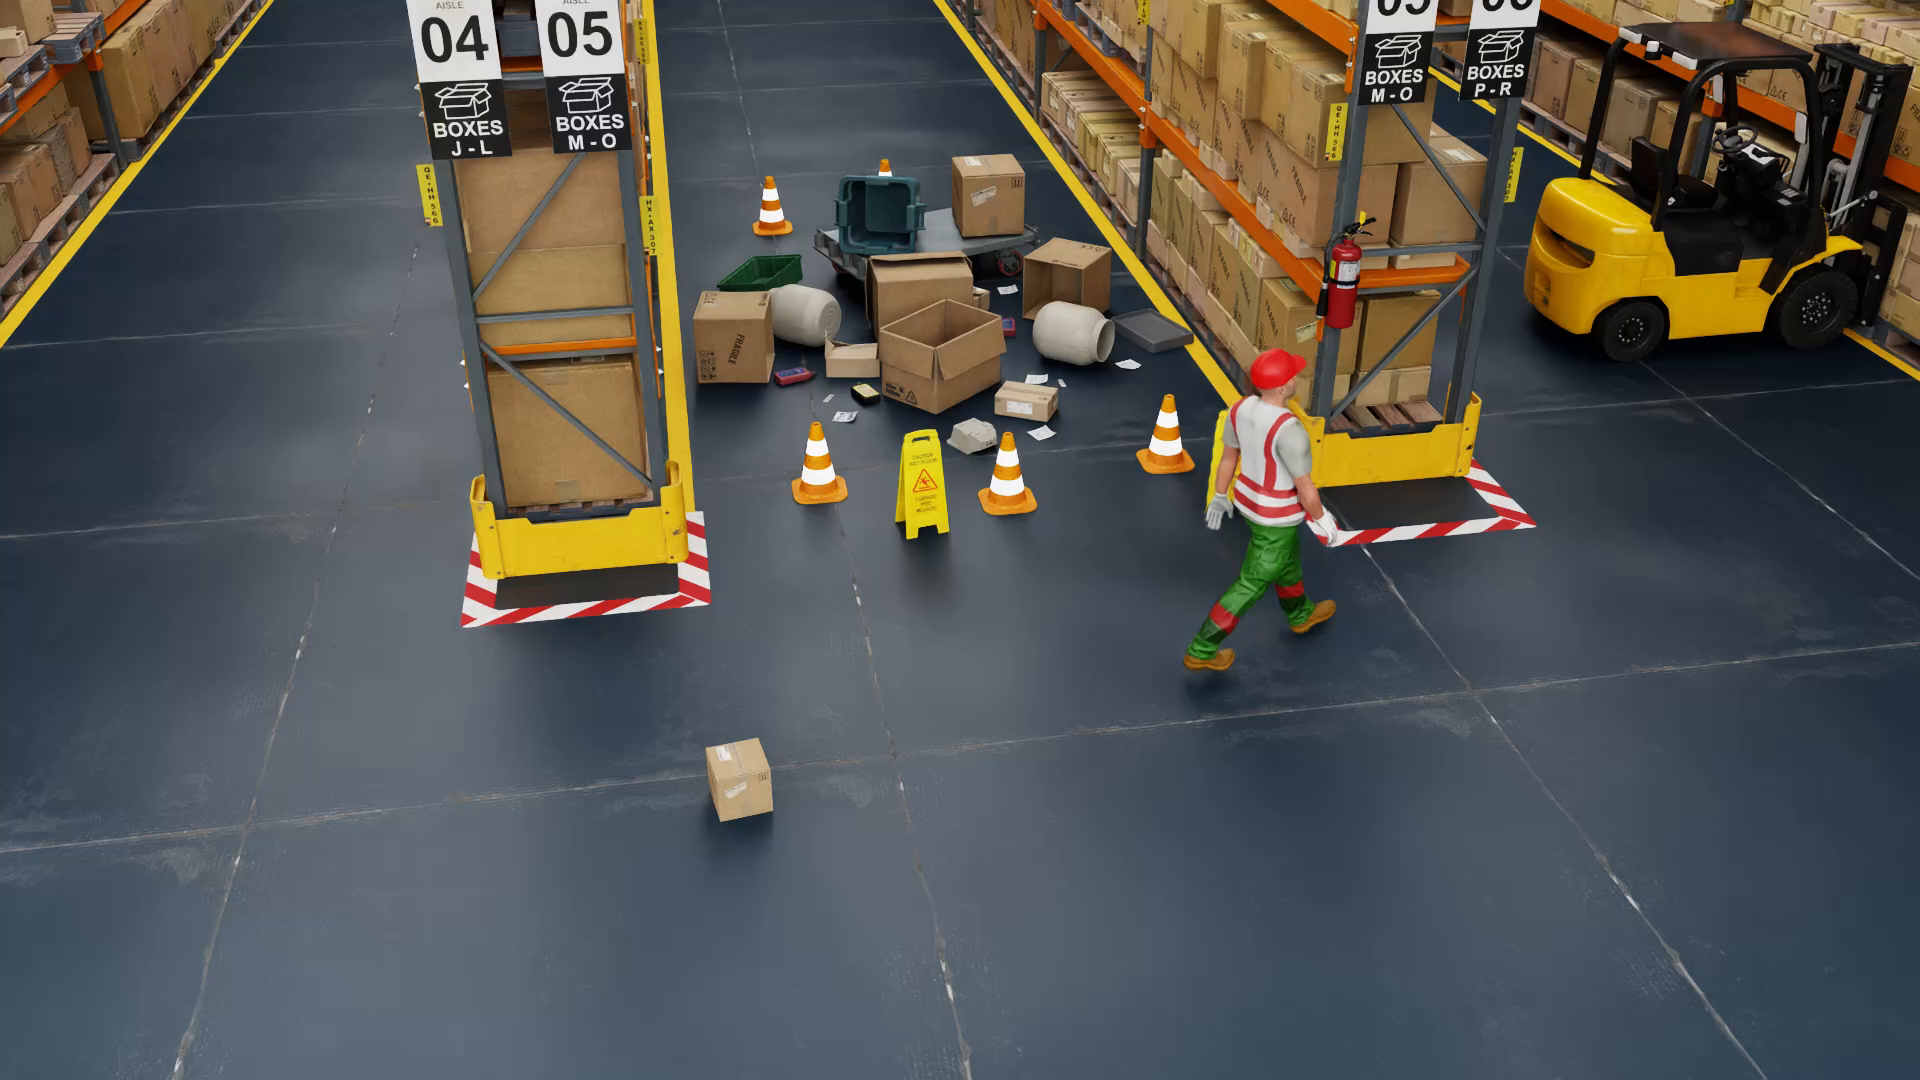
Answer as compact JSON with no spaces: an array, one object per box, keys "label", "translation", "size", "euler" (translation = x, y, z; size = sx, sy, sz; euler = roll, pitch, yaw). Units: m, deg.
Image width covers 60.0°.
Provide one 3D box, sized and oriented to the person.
[{"label":"person","translation":[1.608,-0.165,8.409],"size":[1.061,1.745,0.567],"euler":[-12,33,-20]}]
